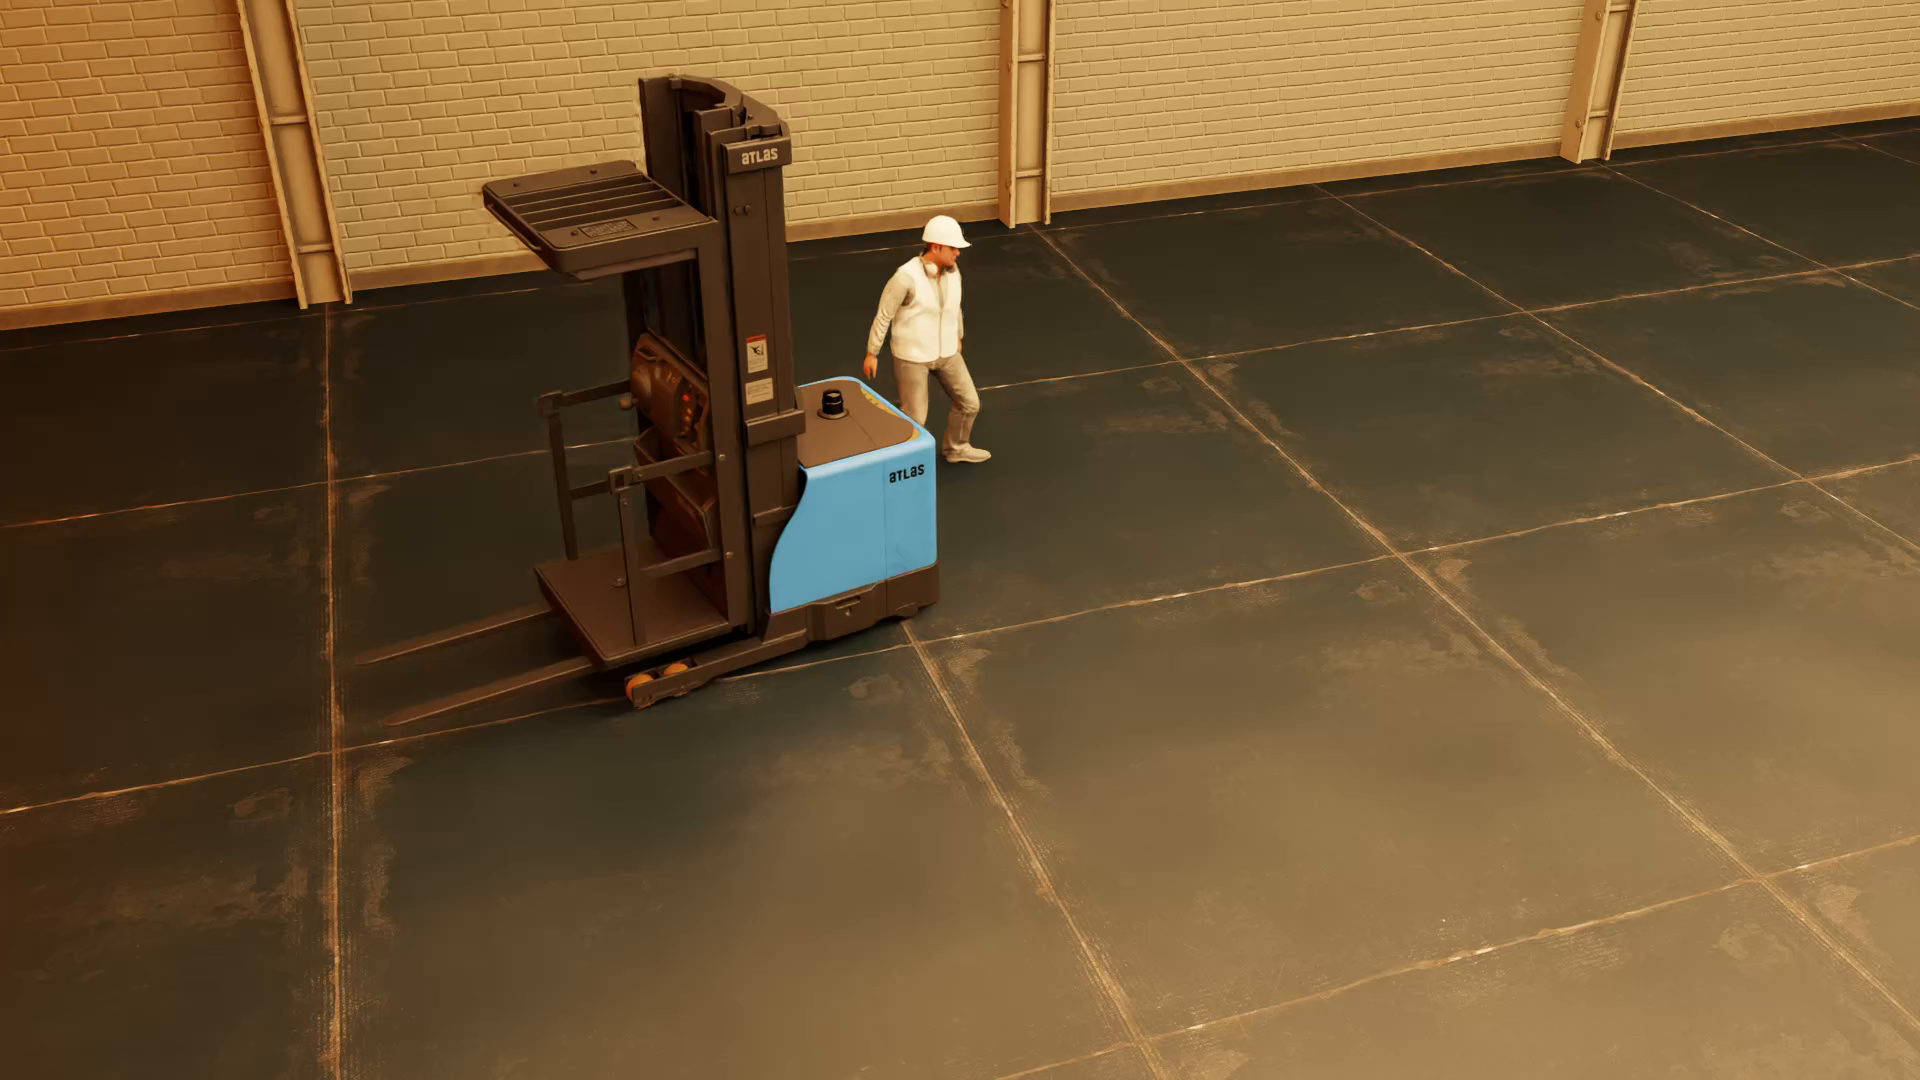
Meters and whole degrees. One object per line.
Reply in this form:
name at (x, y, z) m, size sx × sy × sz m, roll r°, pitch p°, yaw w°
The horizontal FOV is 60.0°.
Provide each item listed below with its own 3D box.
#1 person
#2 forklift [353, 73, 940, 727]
person at (-0.199, -1.179, 10.371) m, size 0.867 × 1.745 × 0.467 m, roll -20°, pitch 35°, yaw -31°
forklift at (-1.643, -0.713, 8.326) m, size 3.031 × 2.935 × 1.130 m, roll -17°, pitch 34°, yaw -27°
